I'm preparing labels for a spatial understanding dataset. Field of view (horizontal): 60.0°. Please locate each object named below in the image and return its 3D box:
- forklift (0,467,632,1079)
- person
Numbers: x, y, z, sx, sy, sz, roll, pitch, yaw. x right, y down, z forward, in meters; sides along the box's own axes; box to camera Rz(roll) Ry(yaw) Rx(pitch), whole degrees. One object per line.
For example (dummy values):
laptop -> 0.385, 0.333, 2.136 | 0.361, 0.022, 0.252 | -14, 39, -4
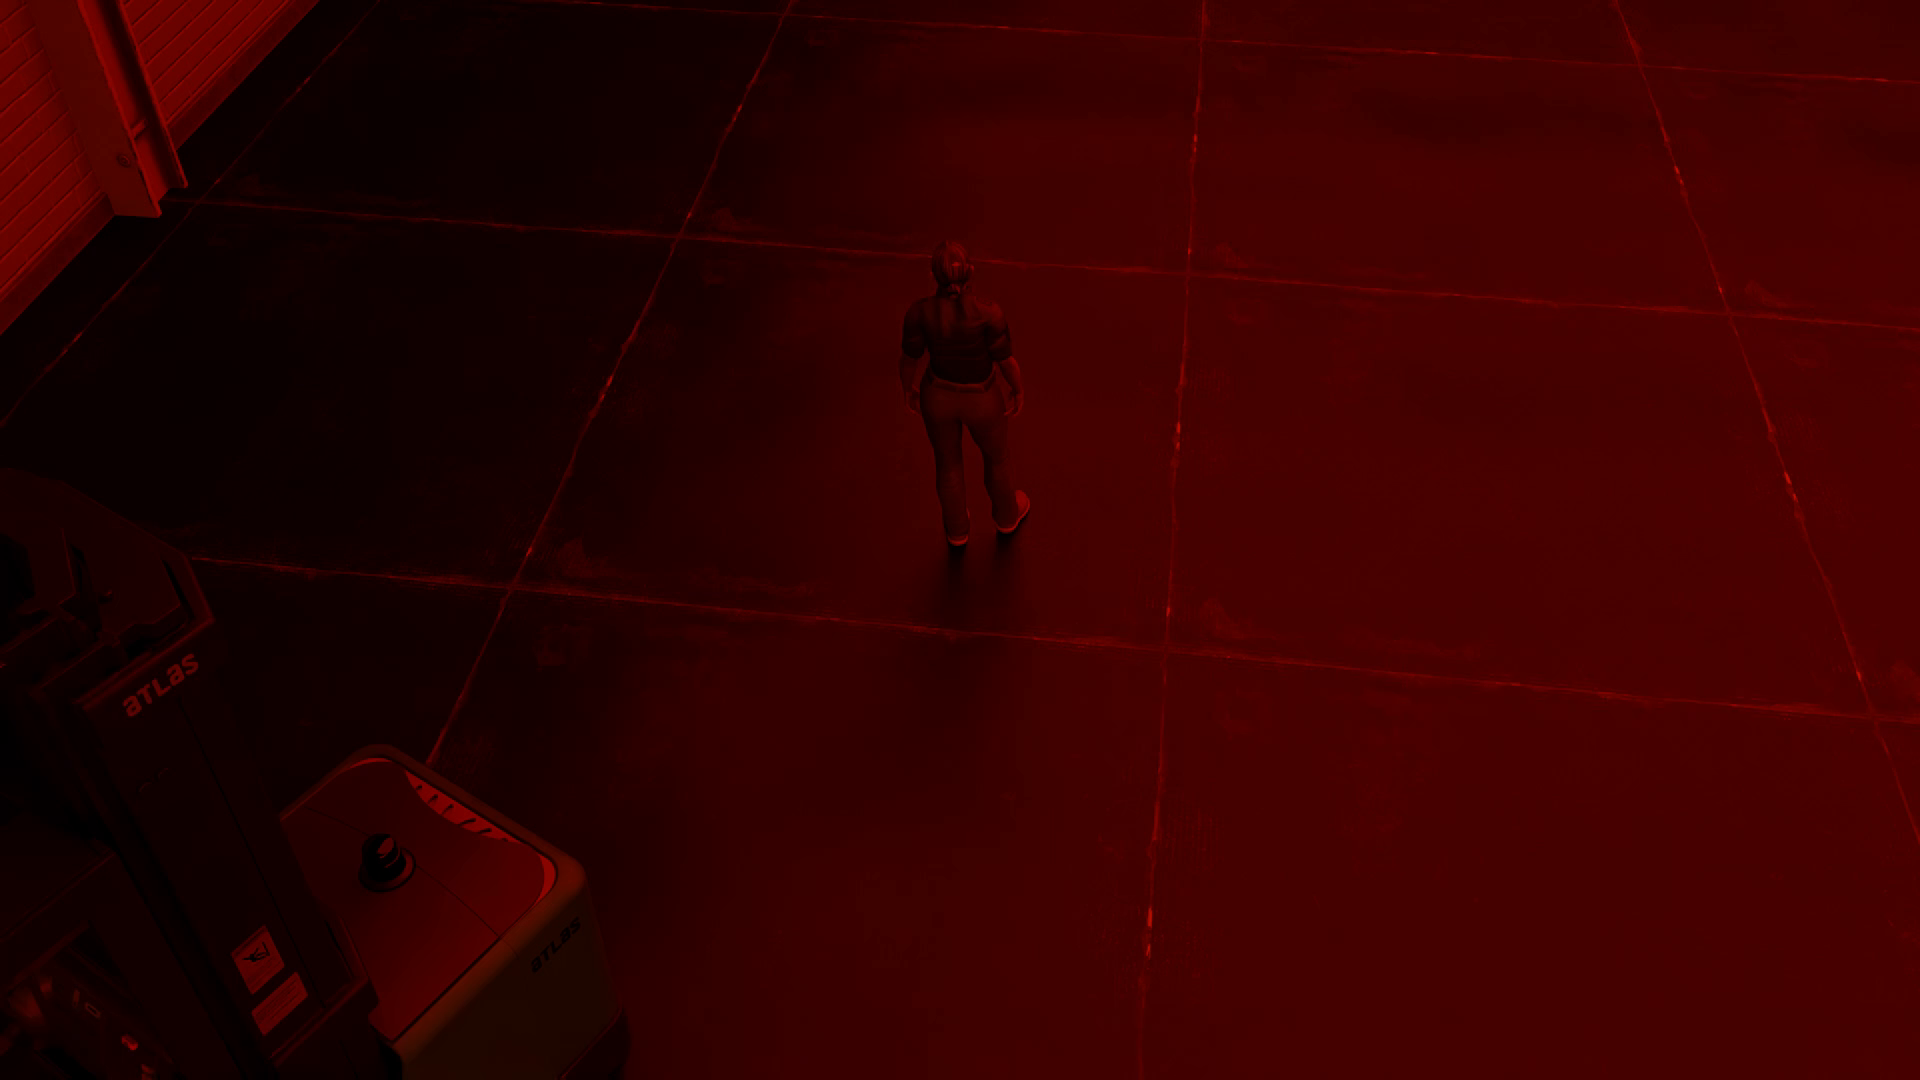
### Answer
forklift -> -2.395, 1.381, 4.220 | 1.130, 2.935, 3.031 | 24, 48, 24
person -> 0.031, -0.672, 7.389 | 0.570, 1.656, 0.503 | 5, 43, 6
